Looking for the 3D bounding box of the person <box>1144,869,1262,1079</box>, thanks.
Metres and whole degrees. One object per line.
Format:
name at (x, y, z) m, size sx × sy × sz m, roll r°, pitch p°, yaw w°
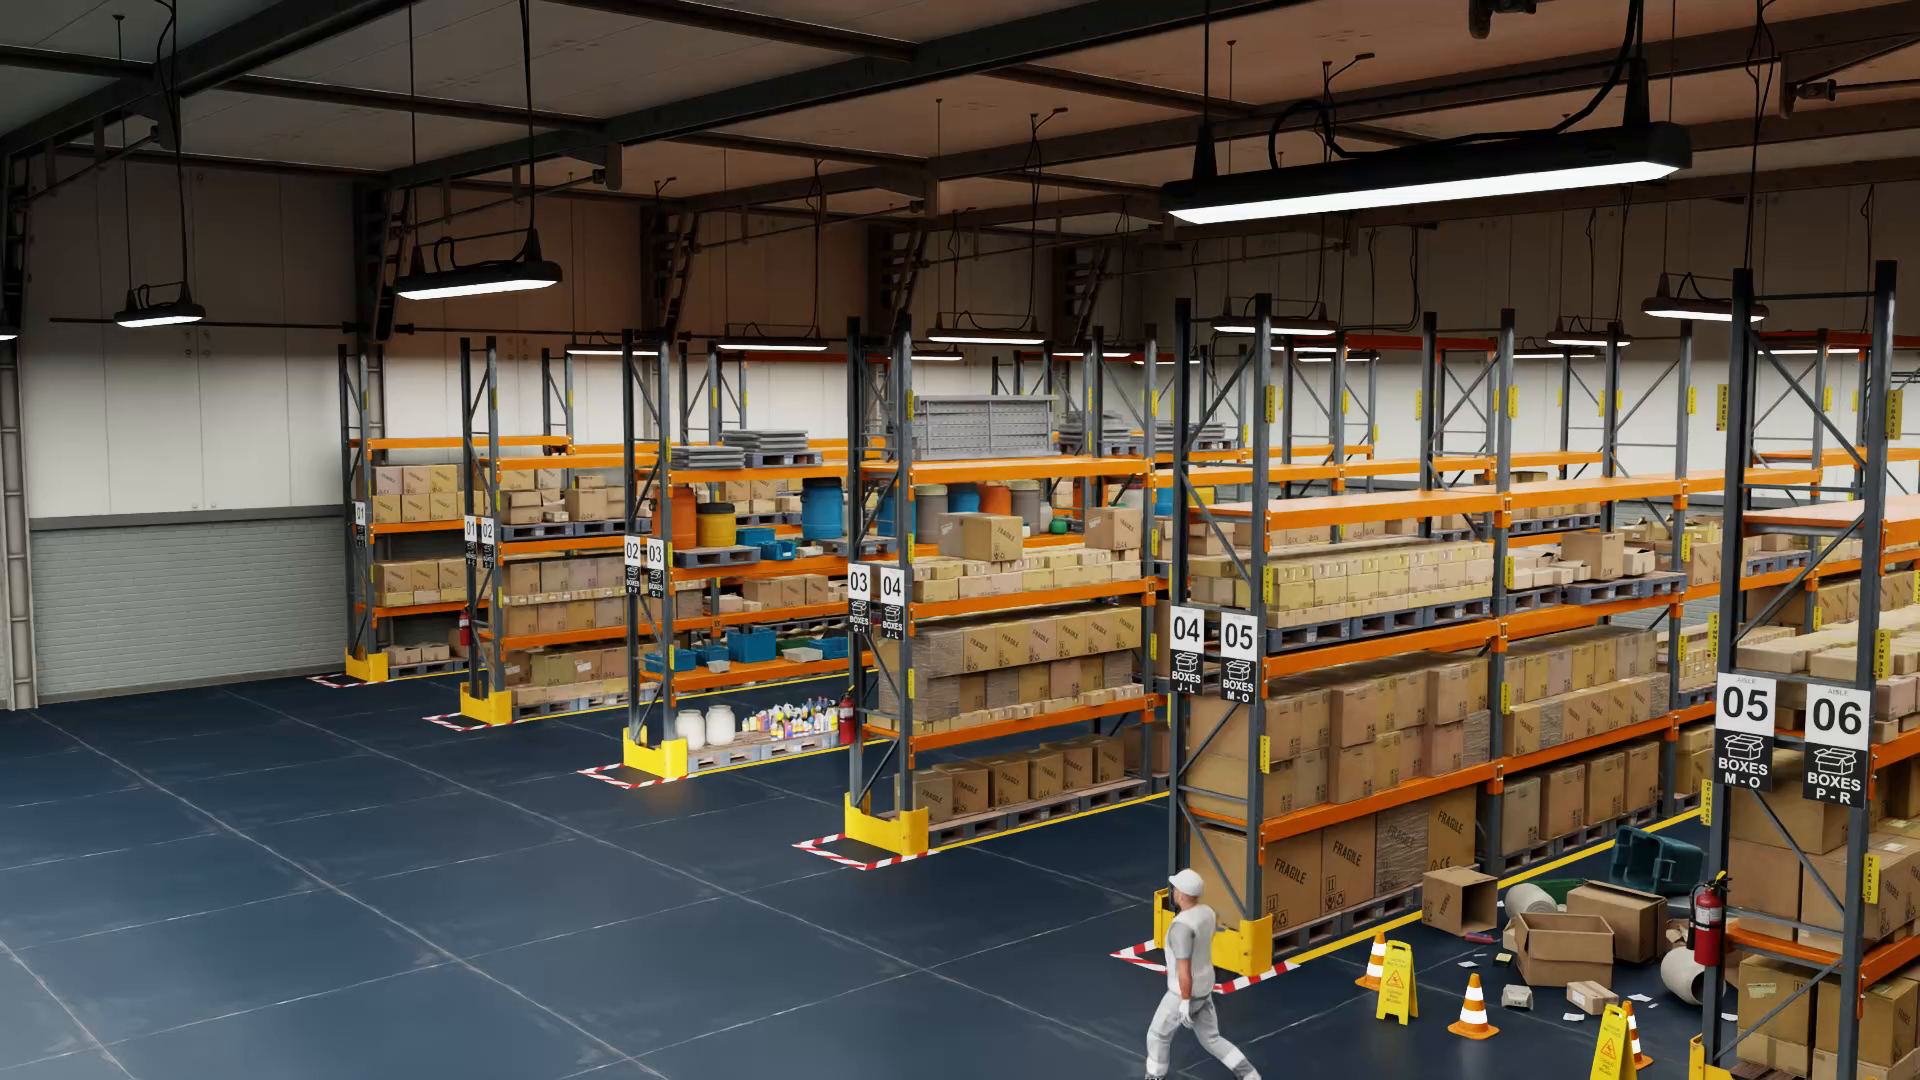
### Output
person at (1.670, 3.225, 11.903) m, size 1.051 × 1.748 × 0.551 m, roll 2°, pitch 6°, yaw 23°
